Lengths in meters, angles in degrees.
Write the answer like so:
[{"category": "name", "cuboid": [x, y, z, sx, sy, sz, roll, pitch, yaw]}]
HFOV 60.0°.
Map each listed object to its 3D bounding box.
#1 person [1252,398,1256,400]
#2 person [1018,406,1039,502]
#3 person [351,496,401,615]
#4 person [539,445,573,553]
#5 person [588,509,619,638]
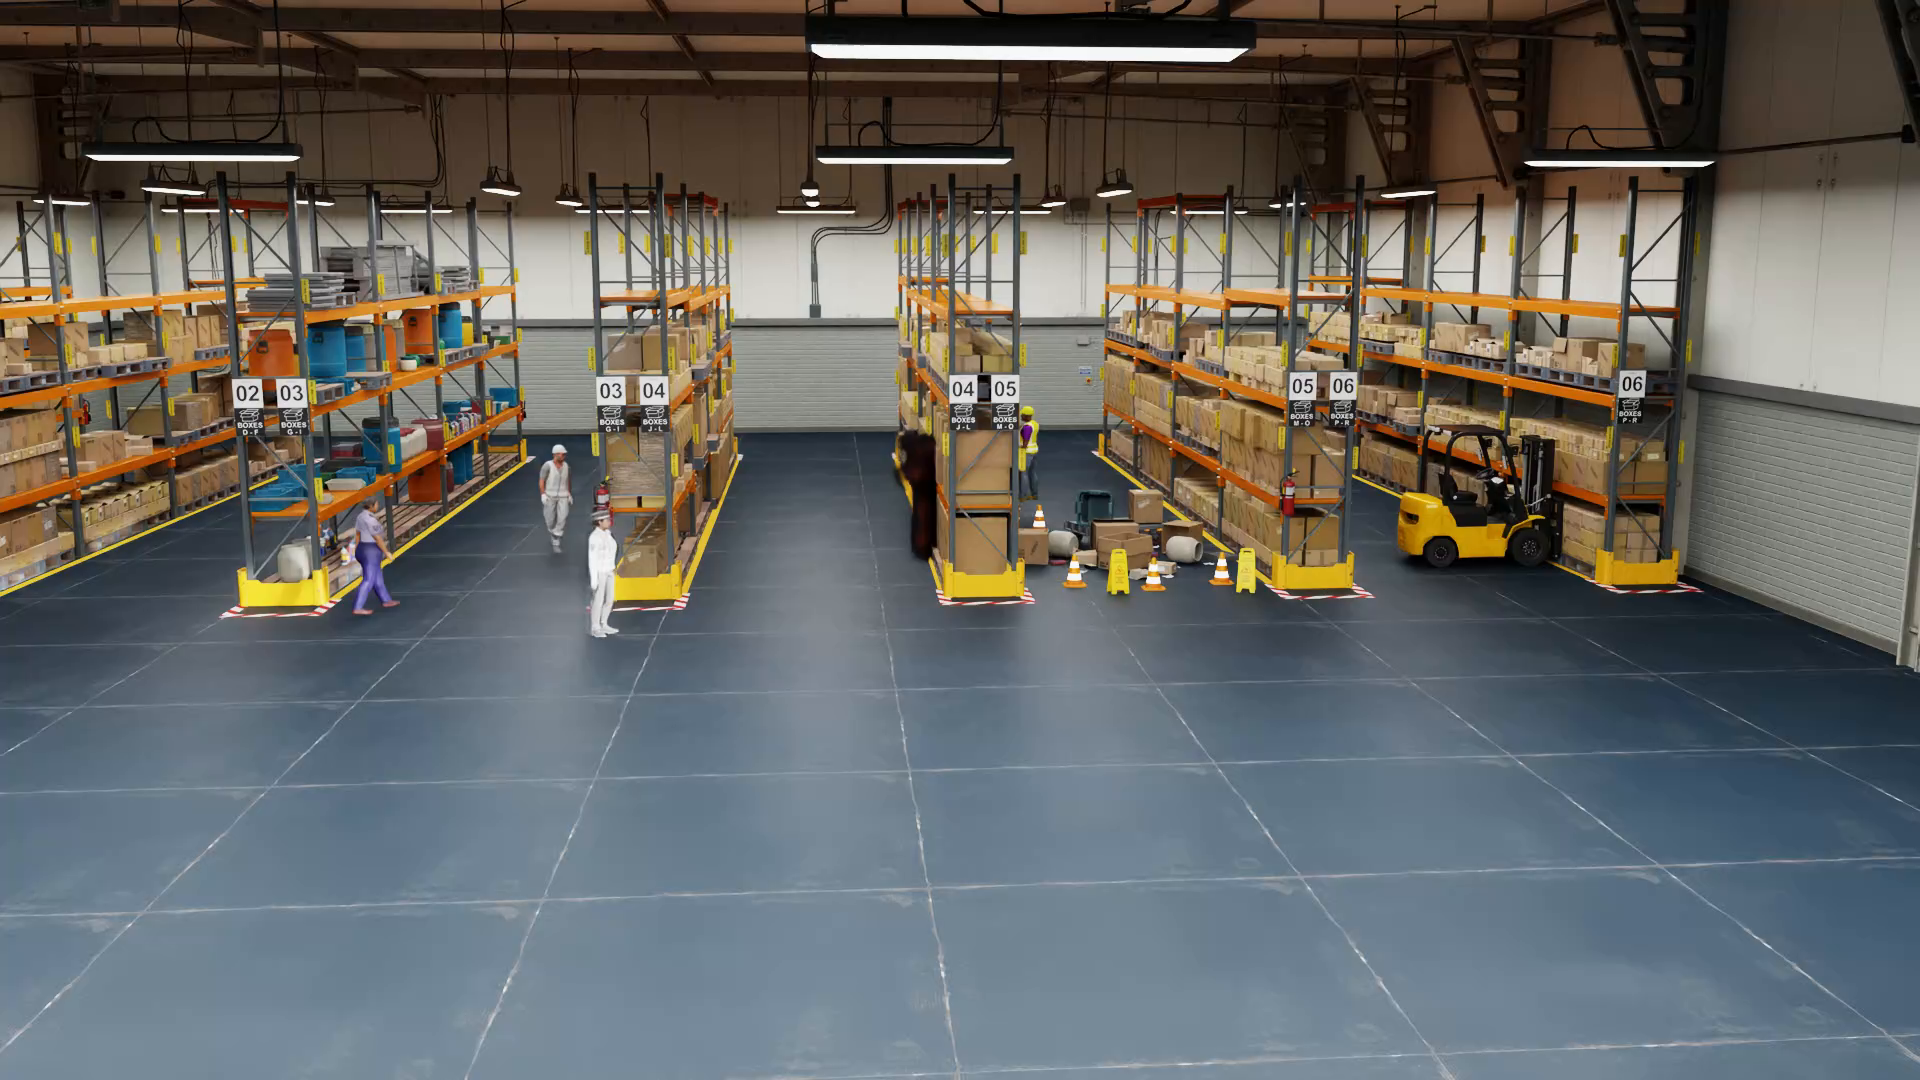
[{"category": "person", "cuboid": [6.627, -2.428, 37.450, 0.358, 1.726, 0.544, -2, 10, -12]}, {"category": "person", "cuboid": [1.228, -1.608, 31.027, 0.434, 1.775, 0.613, 4, 11, 22]}, {"category": "person", "cuboid": [-8.067, 0.199, 22.907, 0.528, 1.584, 0.866, 8, 13, 39]}, {"category": "person", "cuboid": [-6.719, -0.694, 27.667, 0.547, 1.778, 0.659, -3, 11, -19]}, {"category": "person", "cuboid": [-4.636, 0.426, 21.507, 0.363, 1.675, 0.606, 3, 10, 16]}]
